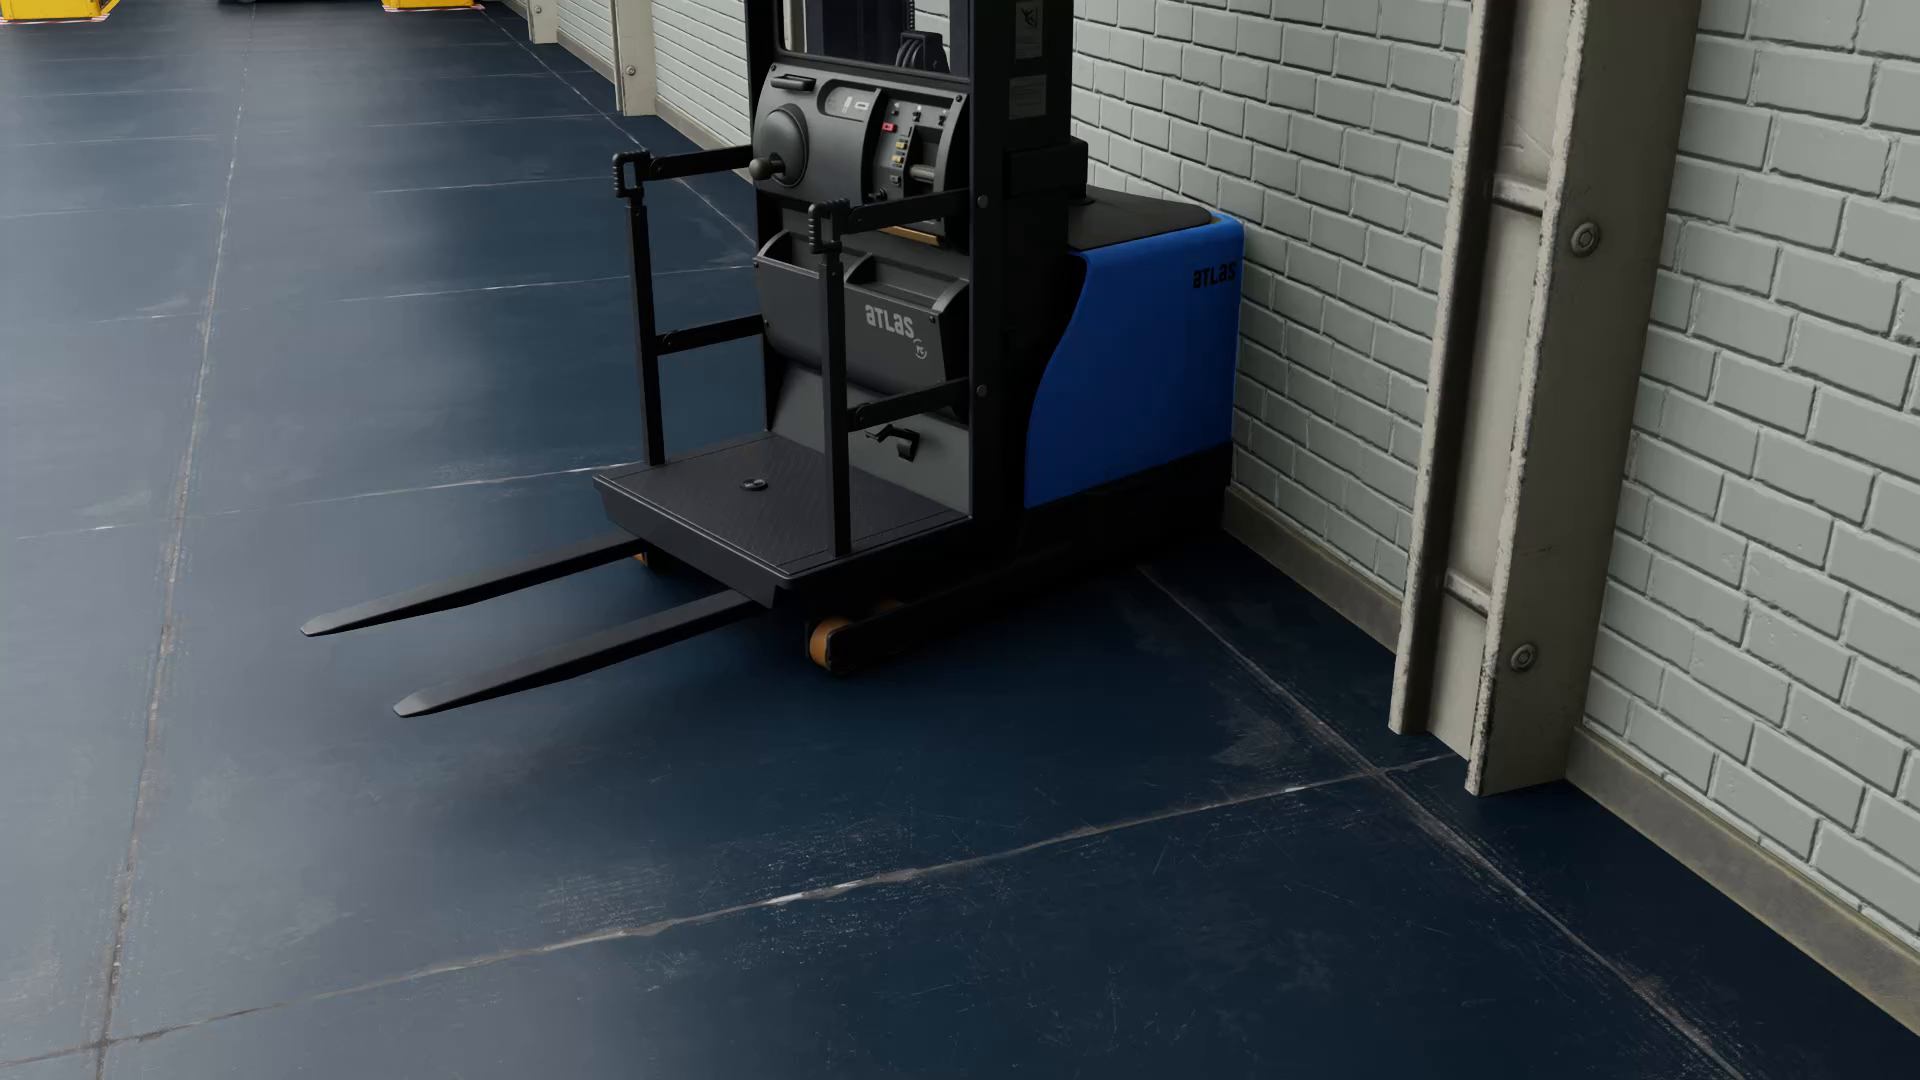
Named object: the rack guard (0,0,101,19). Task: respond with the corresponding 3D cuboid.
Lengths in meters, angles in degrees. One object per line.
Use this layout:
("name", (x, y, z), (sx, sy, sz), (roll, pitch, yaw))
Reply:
("rack guard", (-12.364, -7.361, 22.572), (1.175, 0.500, 0.348), (-8, 24, -19))

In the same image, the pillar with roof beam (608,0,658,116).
("pillar with roof beam", (-6.885, -7.358, 11.622), (9.100, 9.000, 0.400), (-8, 24, -19))

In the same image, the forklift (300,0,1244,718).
("forklift", (-0.469, -1.191, 4.802), (3.031, 2.935, 1.130), (-19, 29, -37))

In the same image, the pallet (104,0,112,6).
("pallet", (-13.045, -7.971, 24.390), (1.003, 0.211, 1.213), (-8, 24, -19))

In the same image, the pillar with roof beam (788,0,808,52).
("pillar with roof beam", (-4.766, -5.178, 6.450), (9.100, 9.000, 0.400), (-8, 24, -19))

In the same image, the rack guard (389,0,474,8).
("rack guard", (-7.686, -8.008, 24.105), (1.175, 0.500, 0.348), (-8, 24, -19))

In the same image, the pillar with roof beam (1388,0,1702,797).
("pillar with roof beam", (-2.646, -2.998, 1.277), (9.100, 9.000, 0.400), (-8, 24, -19))

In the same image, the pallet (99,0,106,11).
("pallet", (-12.617, -7.528, 23.340), (1.003, 0.211, 1.213), (-8, 24, -19))

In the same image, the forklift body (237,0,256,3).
("forklift body", (-10.071, -9.216, 24.846), (2.313, 2.155, 1.214), (-8, 24, -19))

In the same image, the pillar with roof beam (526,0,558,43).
("pillar with roof beam", (-9.005, -9.538, 16.795), (9.100, 9.000, 0.400), (-8, 24, -19))
